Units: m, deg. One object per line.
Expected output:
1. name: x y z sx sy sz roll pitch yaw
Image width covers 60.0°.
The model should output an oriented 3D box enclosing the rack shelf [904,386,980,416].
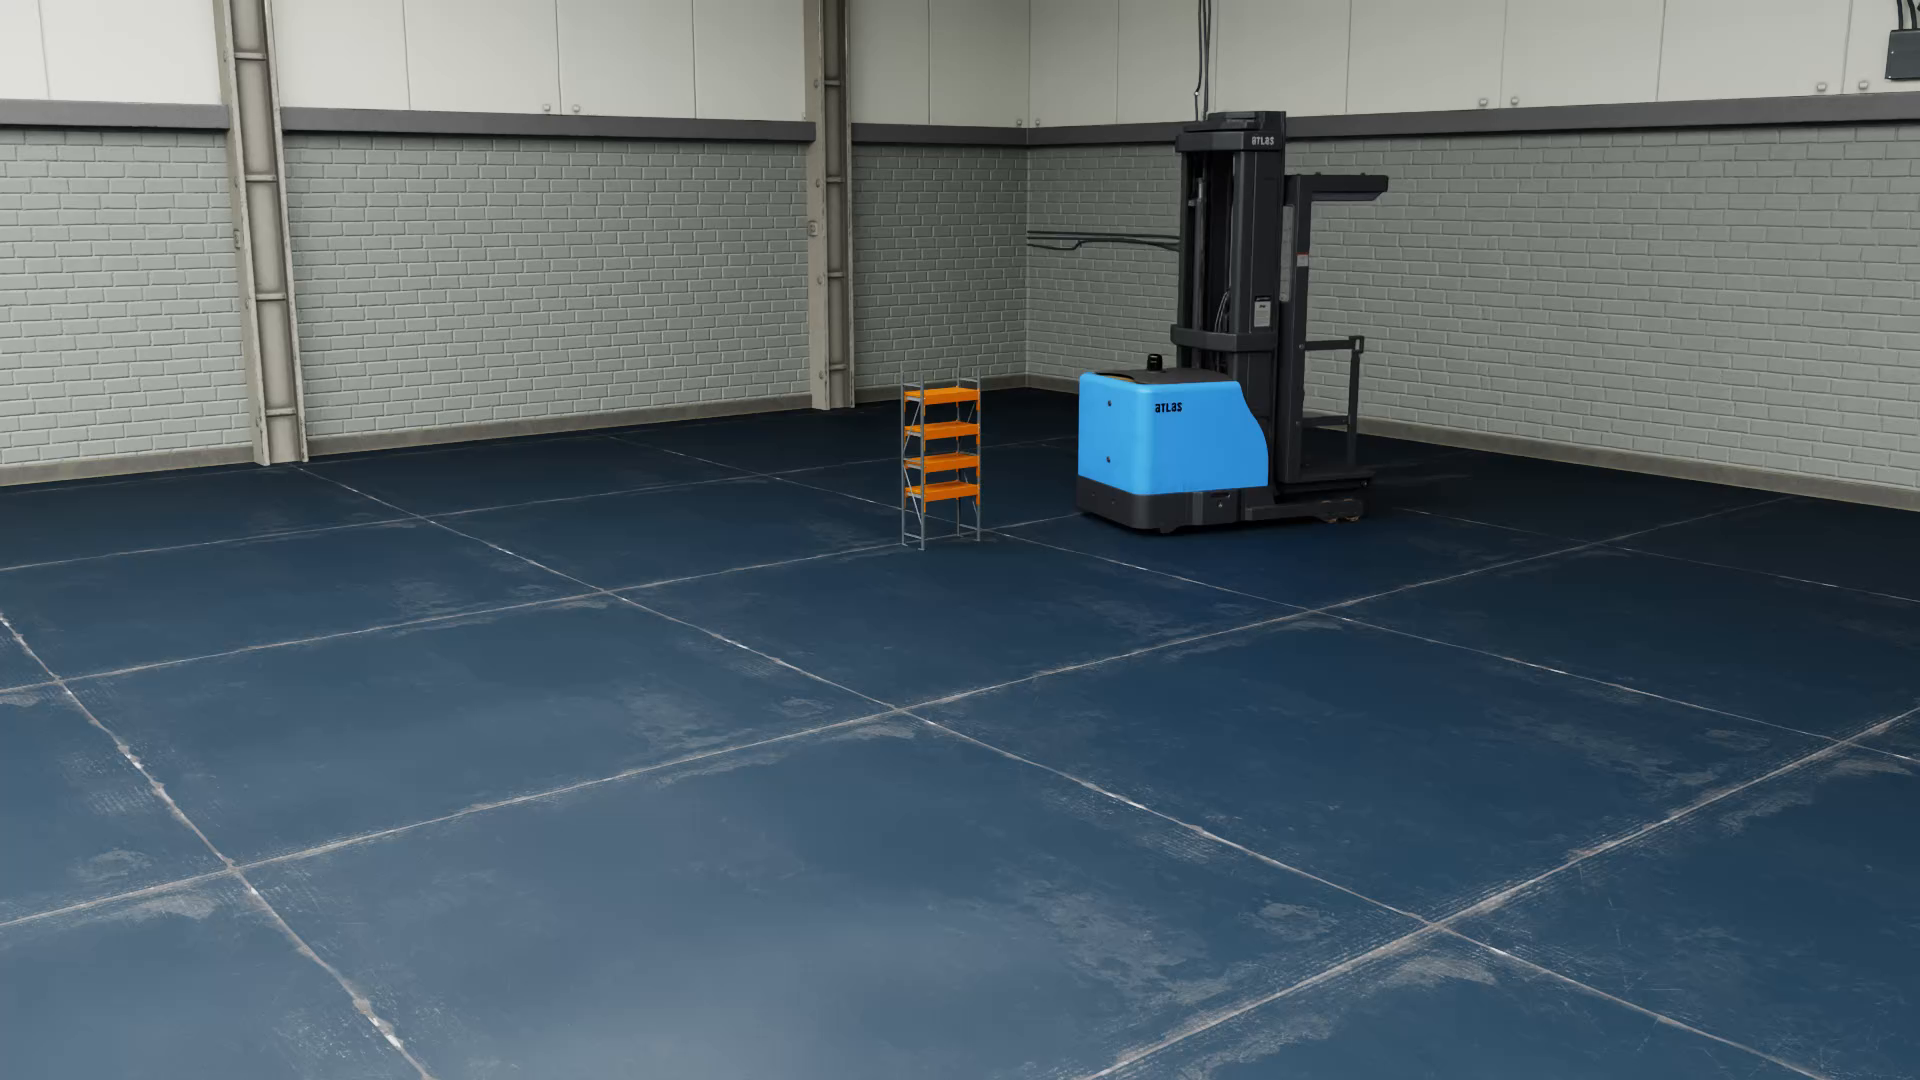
1. rack shelf: -0.129 -0.950 11.321 0.480 0.148 0.258 -9 15 -38

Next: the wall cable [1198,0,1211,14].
1. wall cable: 3.392 -6.570 16.223 0.112 2.526 3.097 -9 15 -38

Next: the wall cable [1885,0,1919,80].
1. wall cable: 7.621 -6.179 10.877 0.169 6.003 2.305 -9 15 -38

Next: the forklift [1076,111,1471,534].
1. forklift: 2.436 -1.653 12.358 3.031 2.935 1.130 -5 13 -22

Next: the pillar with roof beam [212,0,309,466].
1. pillar with roof beam: -3.420 -4.413 10.746 0.400 9.000 9.100 -9 15 -38

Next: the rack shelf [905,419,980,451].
1. rack shelf: -0.129 -0.718 11.371 0.480 0.148 0.258 -9 15 -38

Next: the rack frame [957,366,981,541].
1. rack frame: 0.061 -0.597 11.552 0.015 1.200 0.240 -9 15 -38

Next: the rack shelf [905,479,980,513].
1. rack shelf: -0.129 -0.305 11.458 0.480 0.148 0.258 -9 15 -38

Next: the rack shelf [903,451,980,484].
1. rack shelf: -0.129 -0.500 11.417 0.480 0.148 0.258 -9 15 -38

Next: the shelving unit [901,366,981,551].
1. shelving unit: -0.129 -0.565 11.403 0.503 1.200 0.258 -9 15 -38

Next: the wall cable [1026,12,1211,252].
1. wall cable: 1.702 -4.539 18.814 0.112 2.526 3.097 -9 15 -38

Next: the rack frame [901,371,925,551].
1. rack frame: -0.320 -0.534 11.254 0.015 1.200 0.240 -9 15 -38

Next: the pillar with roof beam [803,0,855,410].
1. pillar with roof beam: 1.265 -5.191 14.413 0.400 9.000 9.100 -9 15 -38
